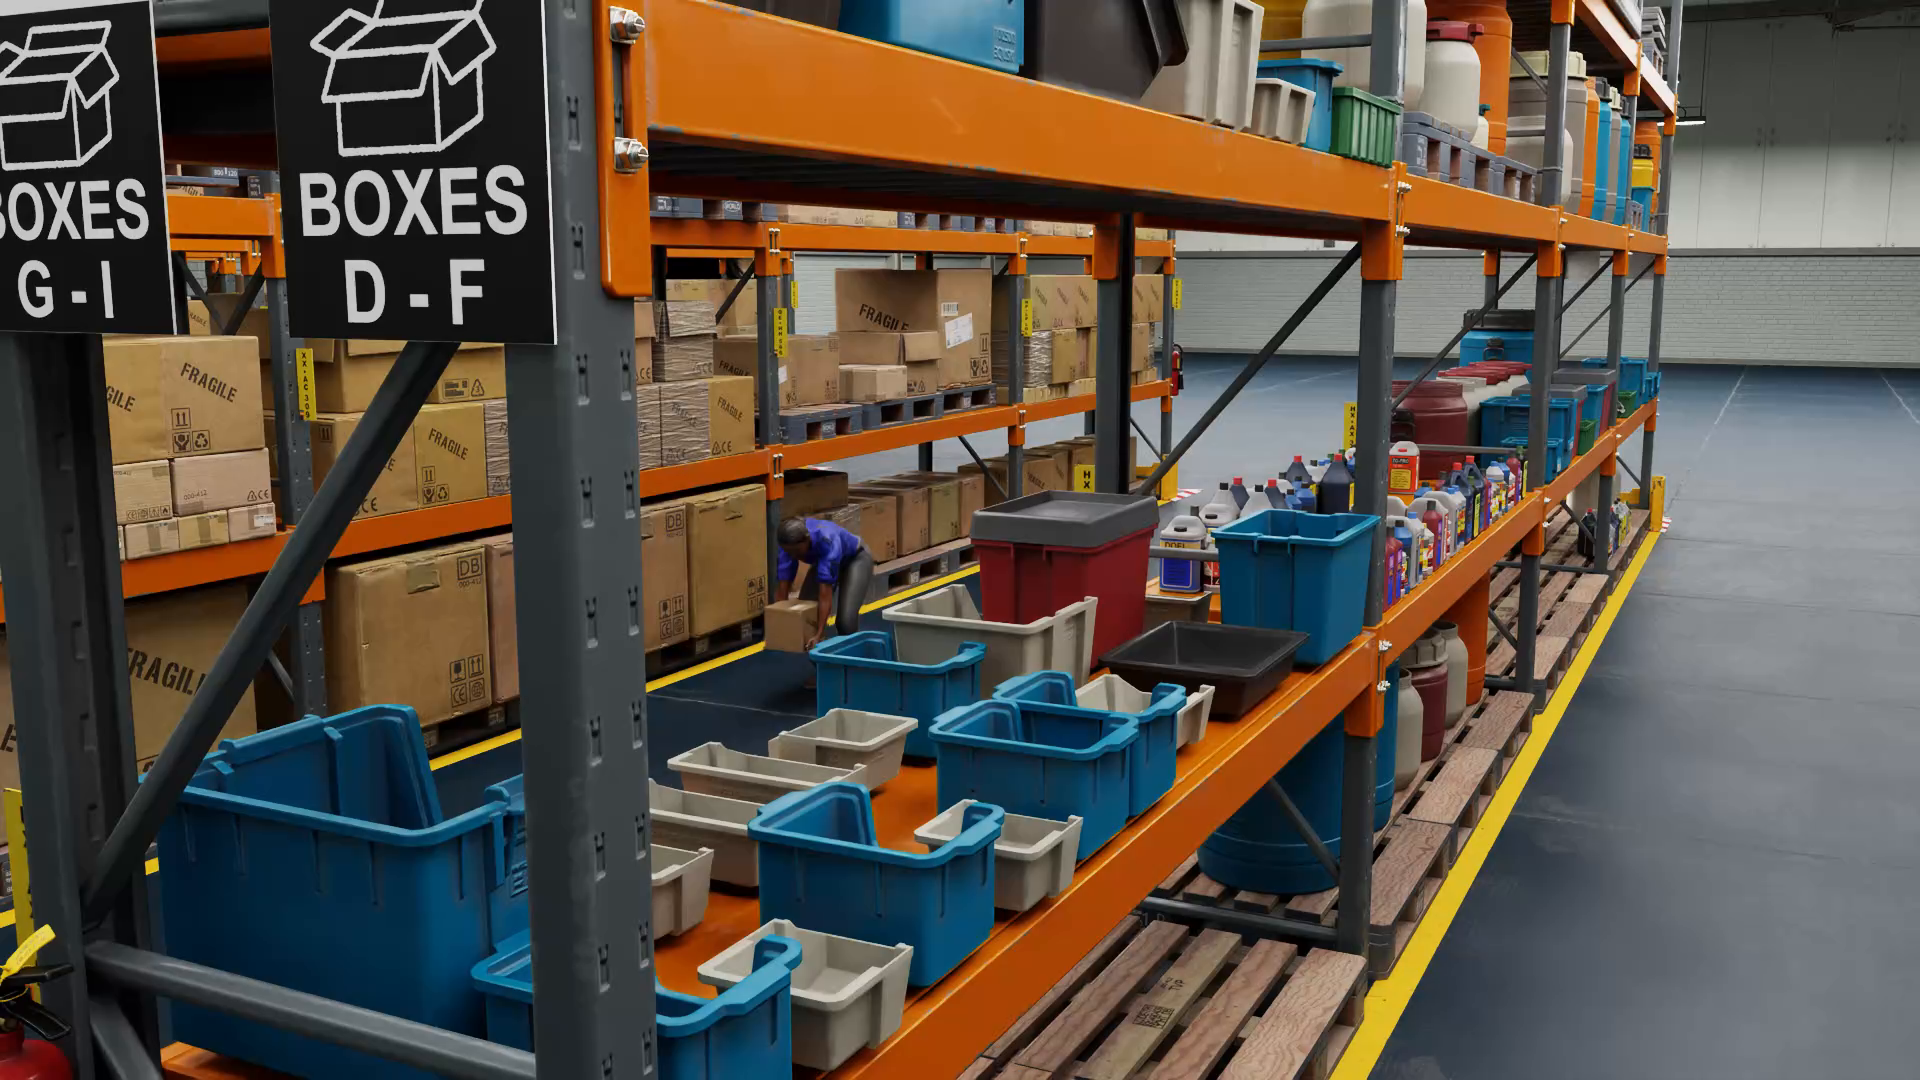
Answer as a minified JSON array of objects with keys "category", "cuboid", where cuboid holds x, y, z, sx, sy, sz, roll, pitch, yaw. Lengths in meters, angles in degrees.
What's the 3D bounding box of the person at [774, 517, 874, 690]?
[{"category":"person","cuboid":[-0.826,0.375,9.814,0.437,1.105,0.850,5,10,26]}]
